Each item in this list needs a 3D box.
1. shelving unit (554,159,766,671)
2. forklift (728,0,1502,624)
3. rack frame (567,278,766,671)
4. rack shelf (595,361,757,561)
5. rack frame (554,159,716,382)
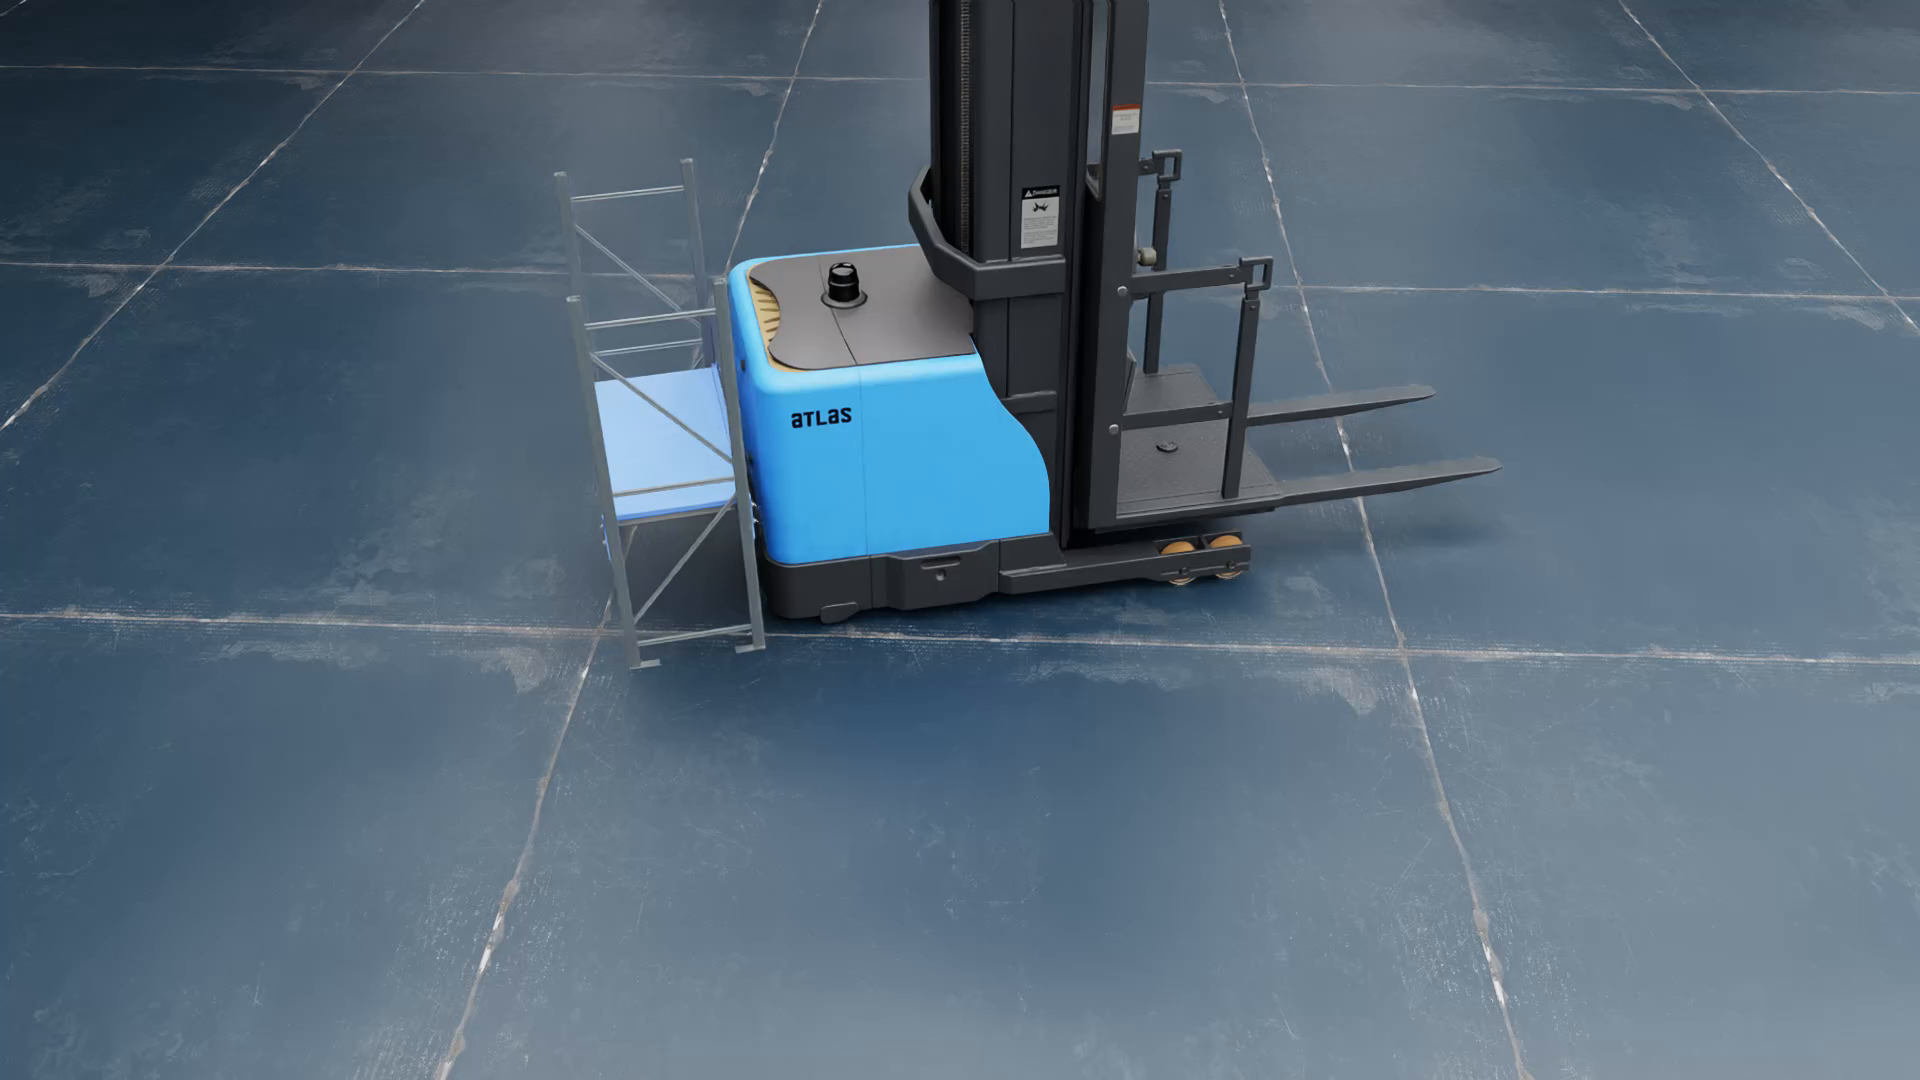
[{"bbox_3d":[-1.097,-0.464,6.099,0.538,1.500,1.048,-9,36,-10],"label":"shelving unit"},{"bbox_3d":[0.666,-1.316,6.073,3.031,2.935,1.130,-7,36,-10],"label":"forklift"},{"bbox_3d":[-0.978,-0.180,5.695,0.500,1.500,0.032,-9,36,-10],"label":"rack frame"},{"bbox_3d":[-1.094,-0.318,6.203,0.538,0.185,1.000,-9,36,-10],"label":"rack shelf"},{"bbox_3d":[-1.215,-0.749,6.504,0.500,1.500,0.032,-9,36,-10],"label":"rack frame"}]
